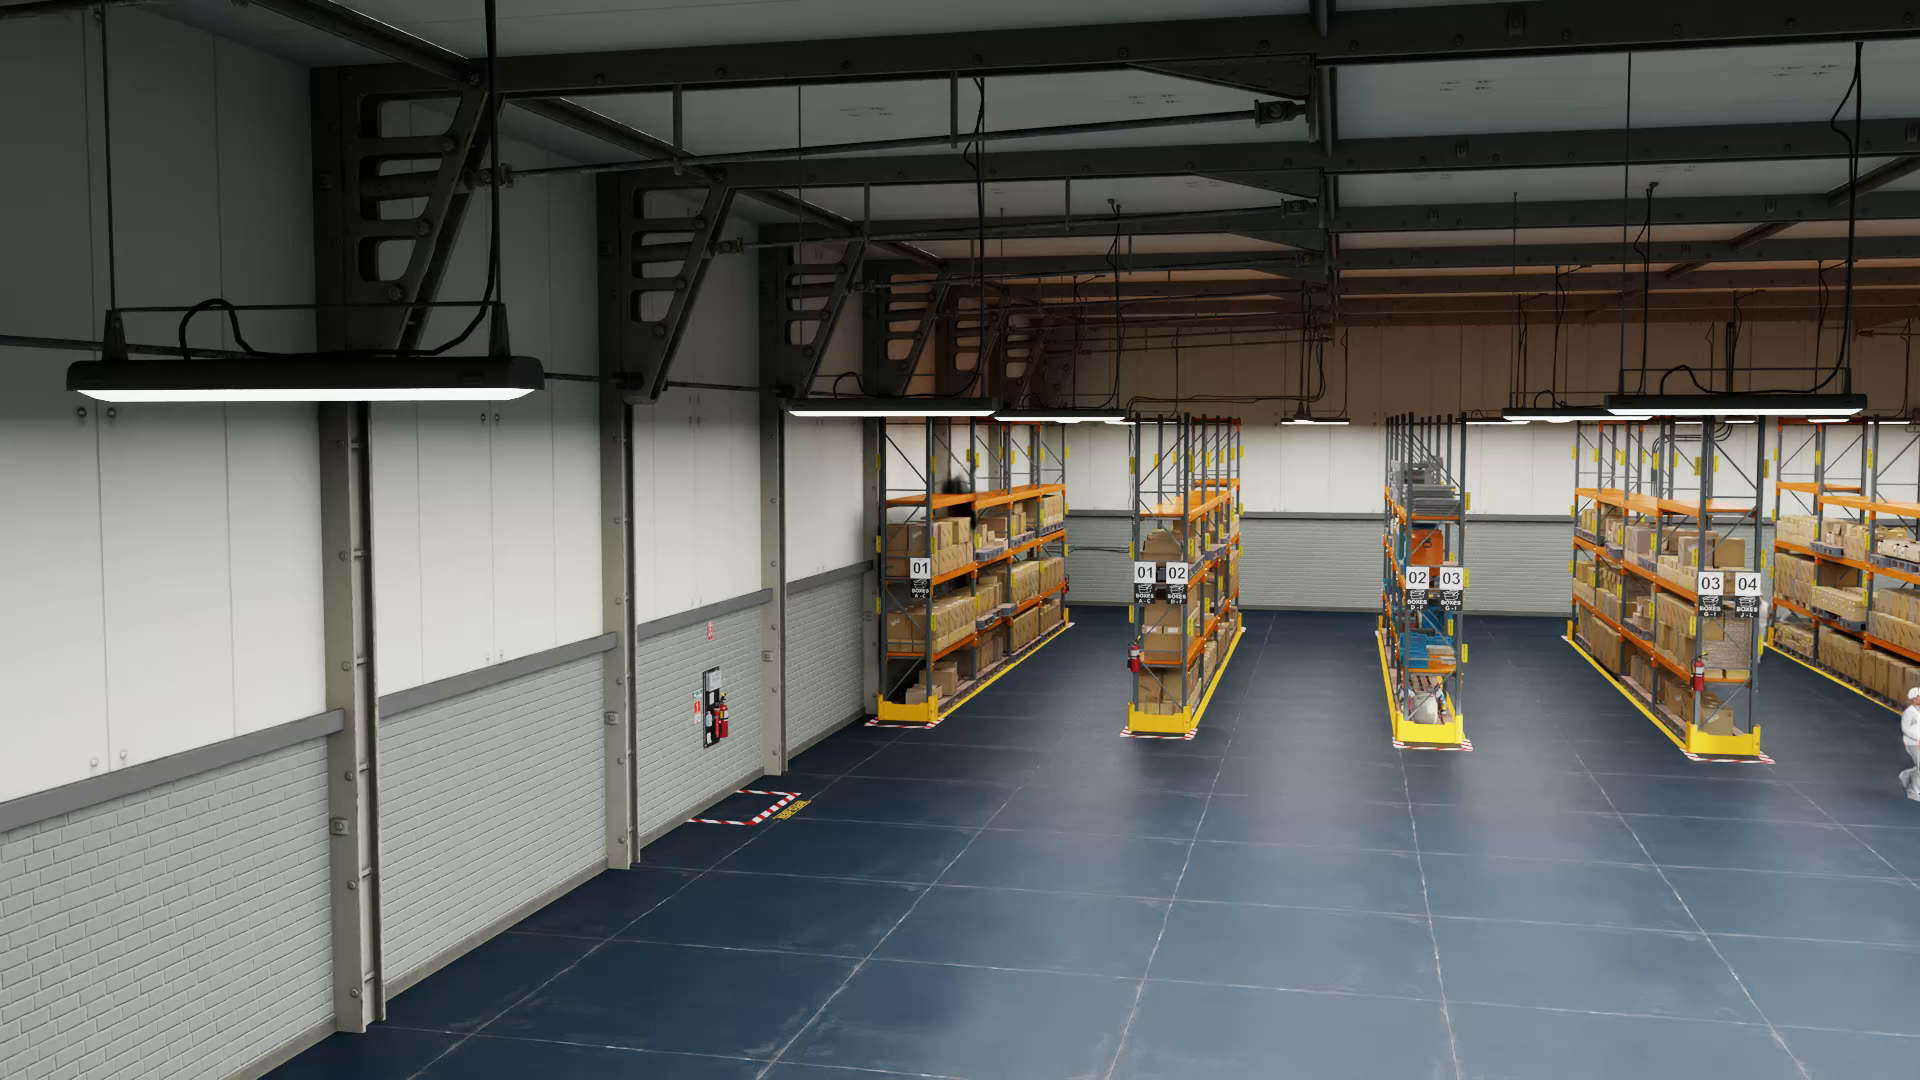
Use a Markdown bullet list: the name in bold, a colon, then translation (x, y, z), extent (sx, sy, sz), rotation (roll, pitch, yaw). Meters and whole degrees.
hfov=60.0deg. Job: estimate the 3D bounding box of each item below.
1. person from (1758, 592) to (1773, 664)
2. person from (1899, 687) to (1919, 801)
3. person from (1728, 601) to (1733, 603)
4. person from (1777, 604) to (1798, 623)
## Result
- **person**: translation (19.468, 2.115, 40.576), extent (0.679, 1.757, 0.661), rotation (1, 4, 13)
- **person**: translation (14.727, 3.132, 25.583), extent (0.664, 1.738, 0.536), rotation (-3, 5, -34)
- **person**: translation (20.026, 1.943, 43.779), extent (0.652, 1.672, 0.700), rotation (3, 5, 41)
- **person**: translation (22.287, 1.878, 44.715), extent (0.614, 1.646, 0.622), rotation (1, 4, 18)
